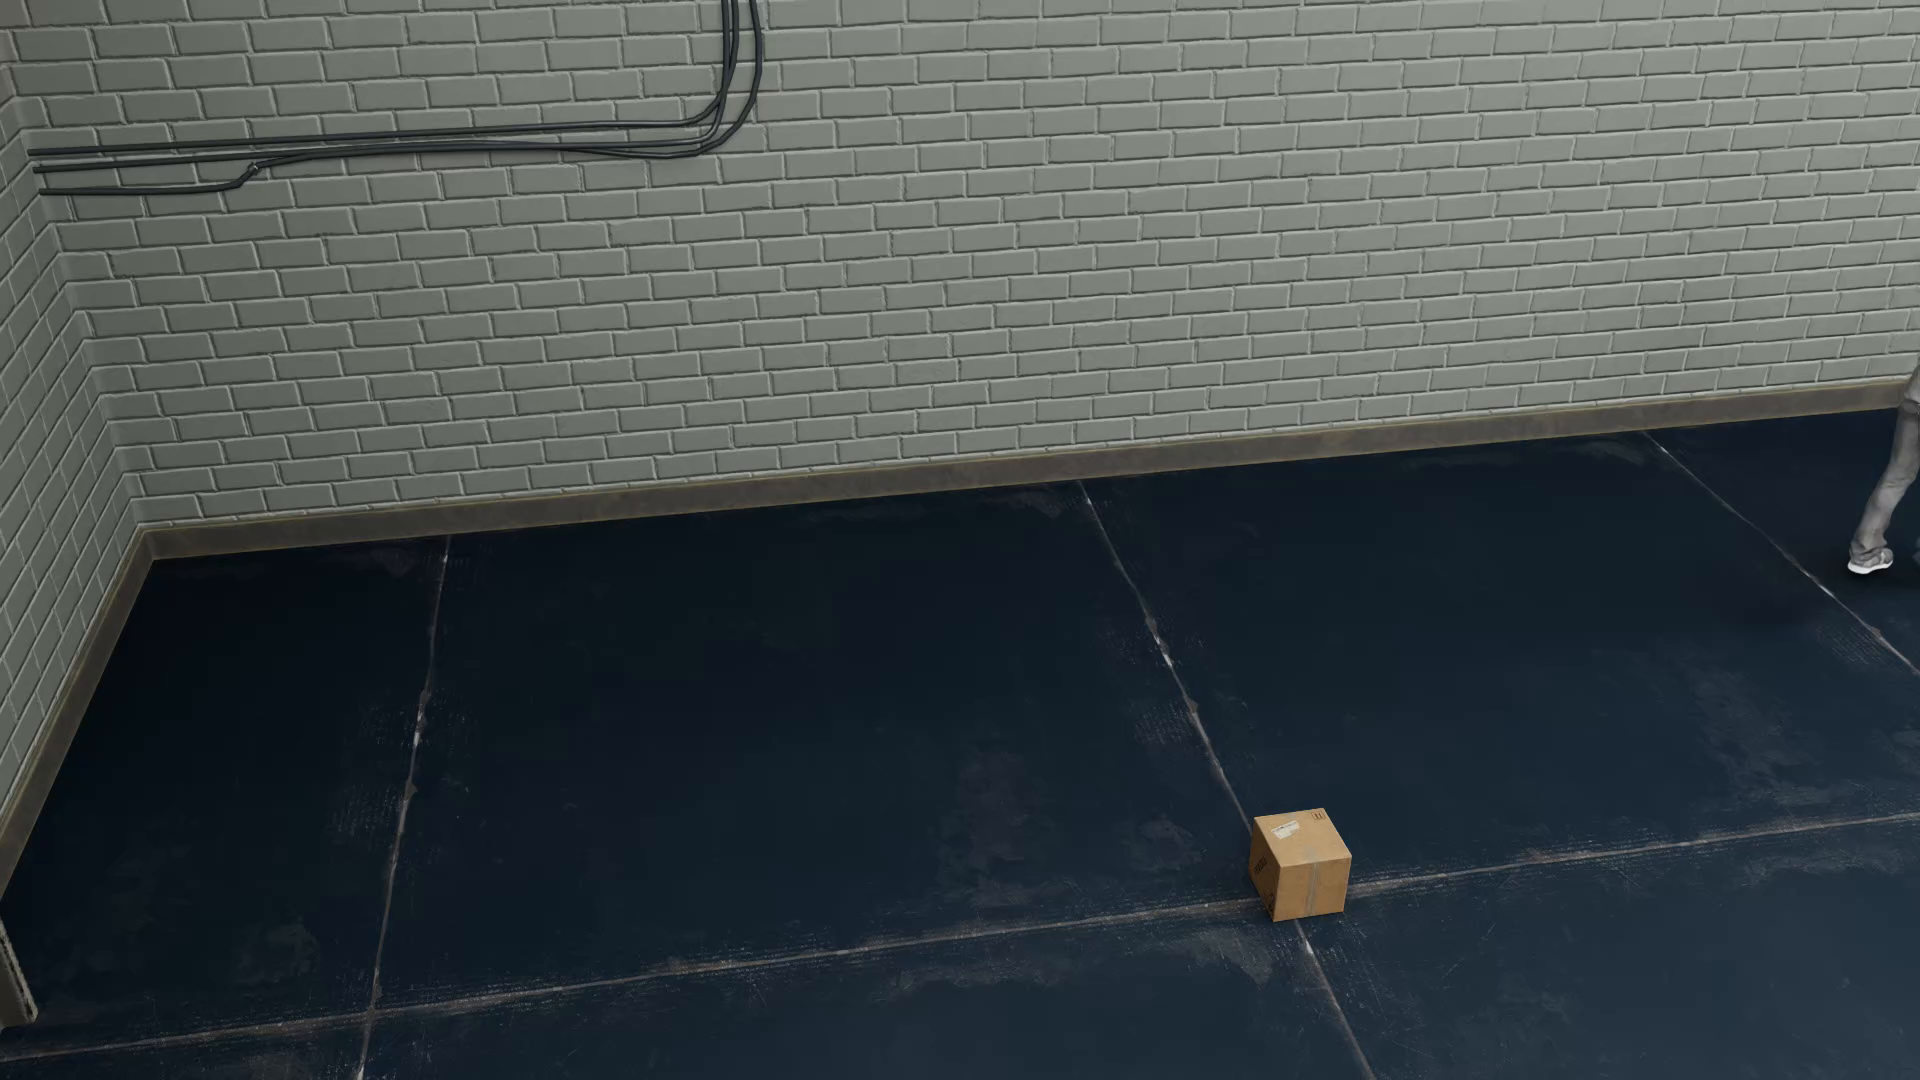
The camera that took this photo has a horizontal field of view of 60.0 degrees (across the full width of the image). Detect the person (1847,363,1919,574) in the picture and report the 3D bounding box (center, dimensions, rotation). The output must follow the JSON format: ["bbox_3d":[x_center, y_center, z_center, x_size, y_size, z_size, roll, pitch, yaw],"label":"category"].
[{"bbox_3d":[4.230,-0.559,7.080,0.675,1.629,0.415,-14,34,-22],"label":"person"}]
